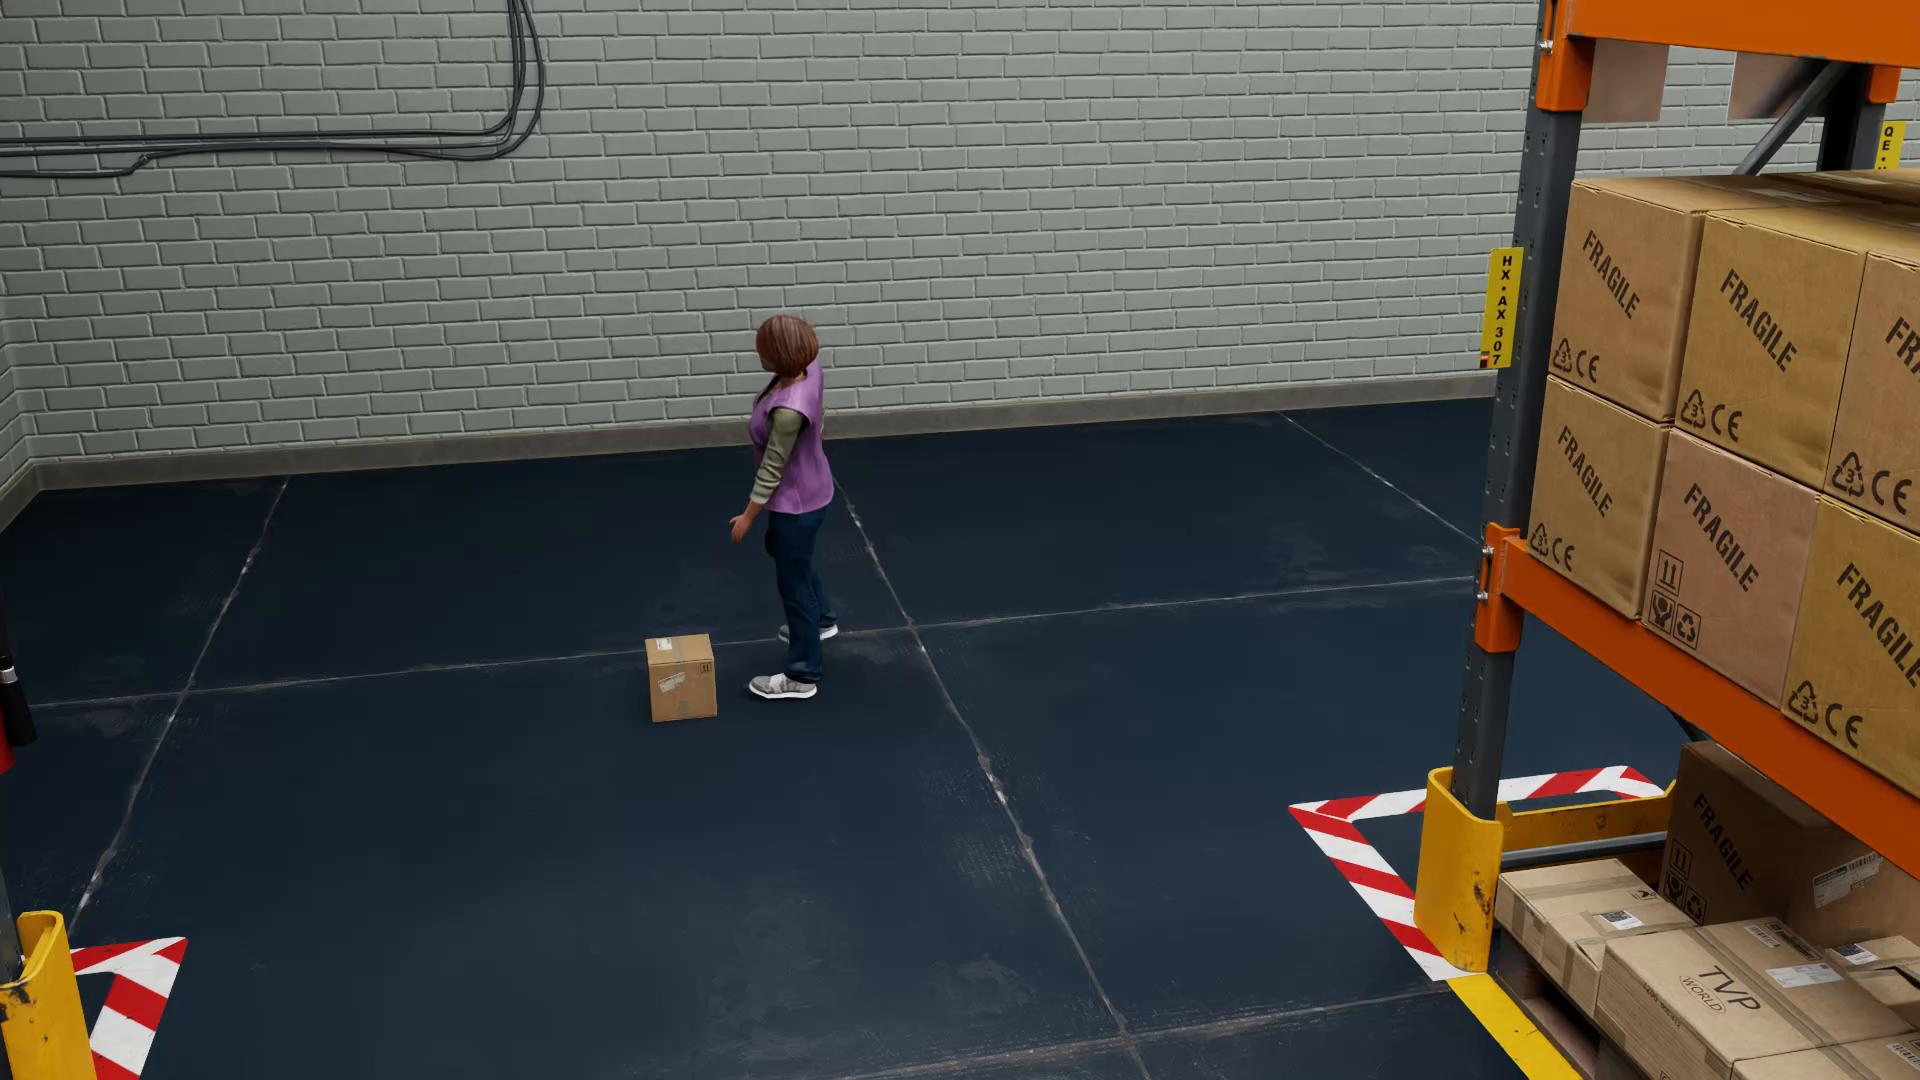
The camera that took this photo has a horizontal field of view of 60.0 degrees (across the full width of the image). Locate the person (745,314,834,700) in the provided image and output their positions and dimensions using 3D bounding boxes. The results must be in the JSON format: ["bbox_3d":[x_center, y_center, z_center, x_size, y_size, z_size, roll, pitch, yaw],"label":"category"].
[{"bbox_3d":[-0.671,-0.153,6.475,0.367,1.580,0.714,-5,20,-12],"label":"person"}]
